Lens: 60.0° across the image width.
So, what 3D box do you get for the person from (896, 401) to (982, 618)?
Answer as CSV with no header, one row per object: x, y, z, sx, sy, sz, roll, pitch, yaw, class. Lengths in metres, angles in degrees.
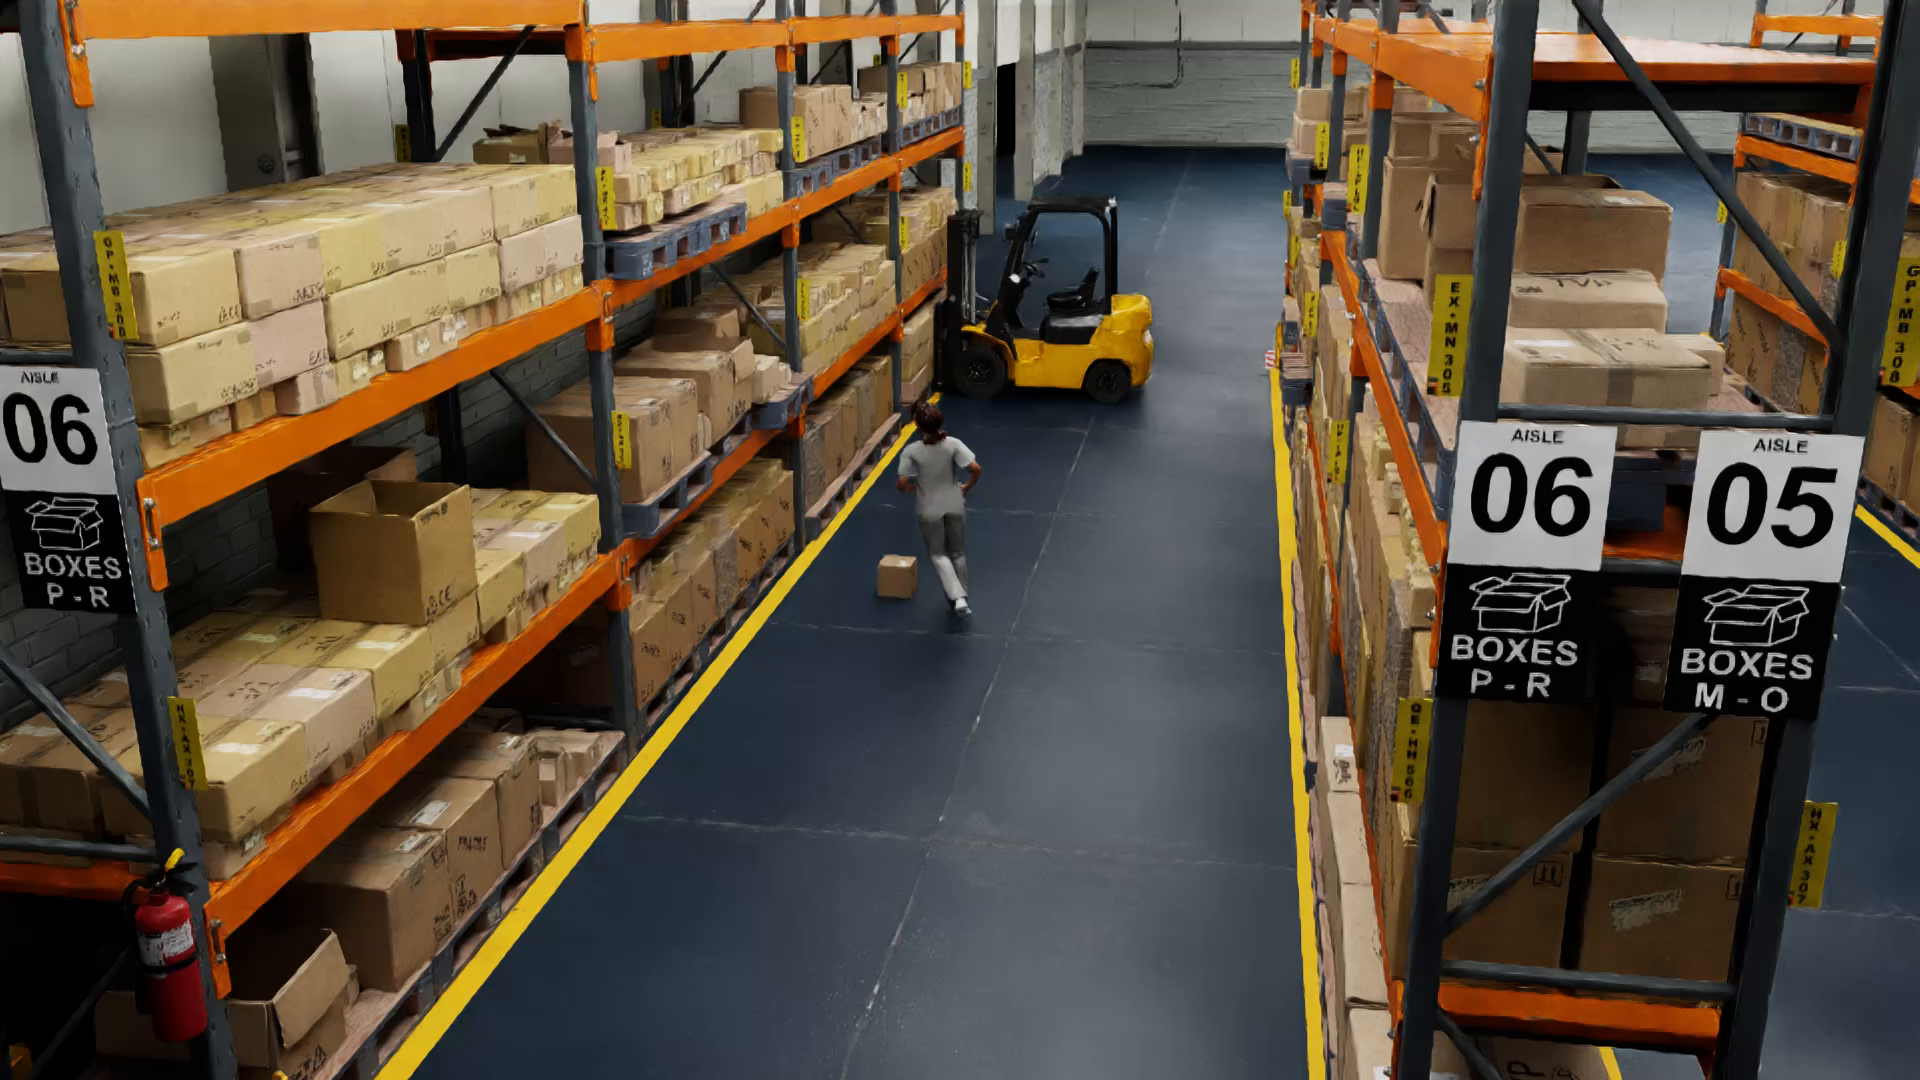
-0.175,-0.202,11.734,0.594,1.636,0.718,-4,18,-13,person
